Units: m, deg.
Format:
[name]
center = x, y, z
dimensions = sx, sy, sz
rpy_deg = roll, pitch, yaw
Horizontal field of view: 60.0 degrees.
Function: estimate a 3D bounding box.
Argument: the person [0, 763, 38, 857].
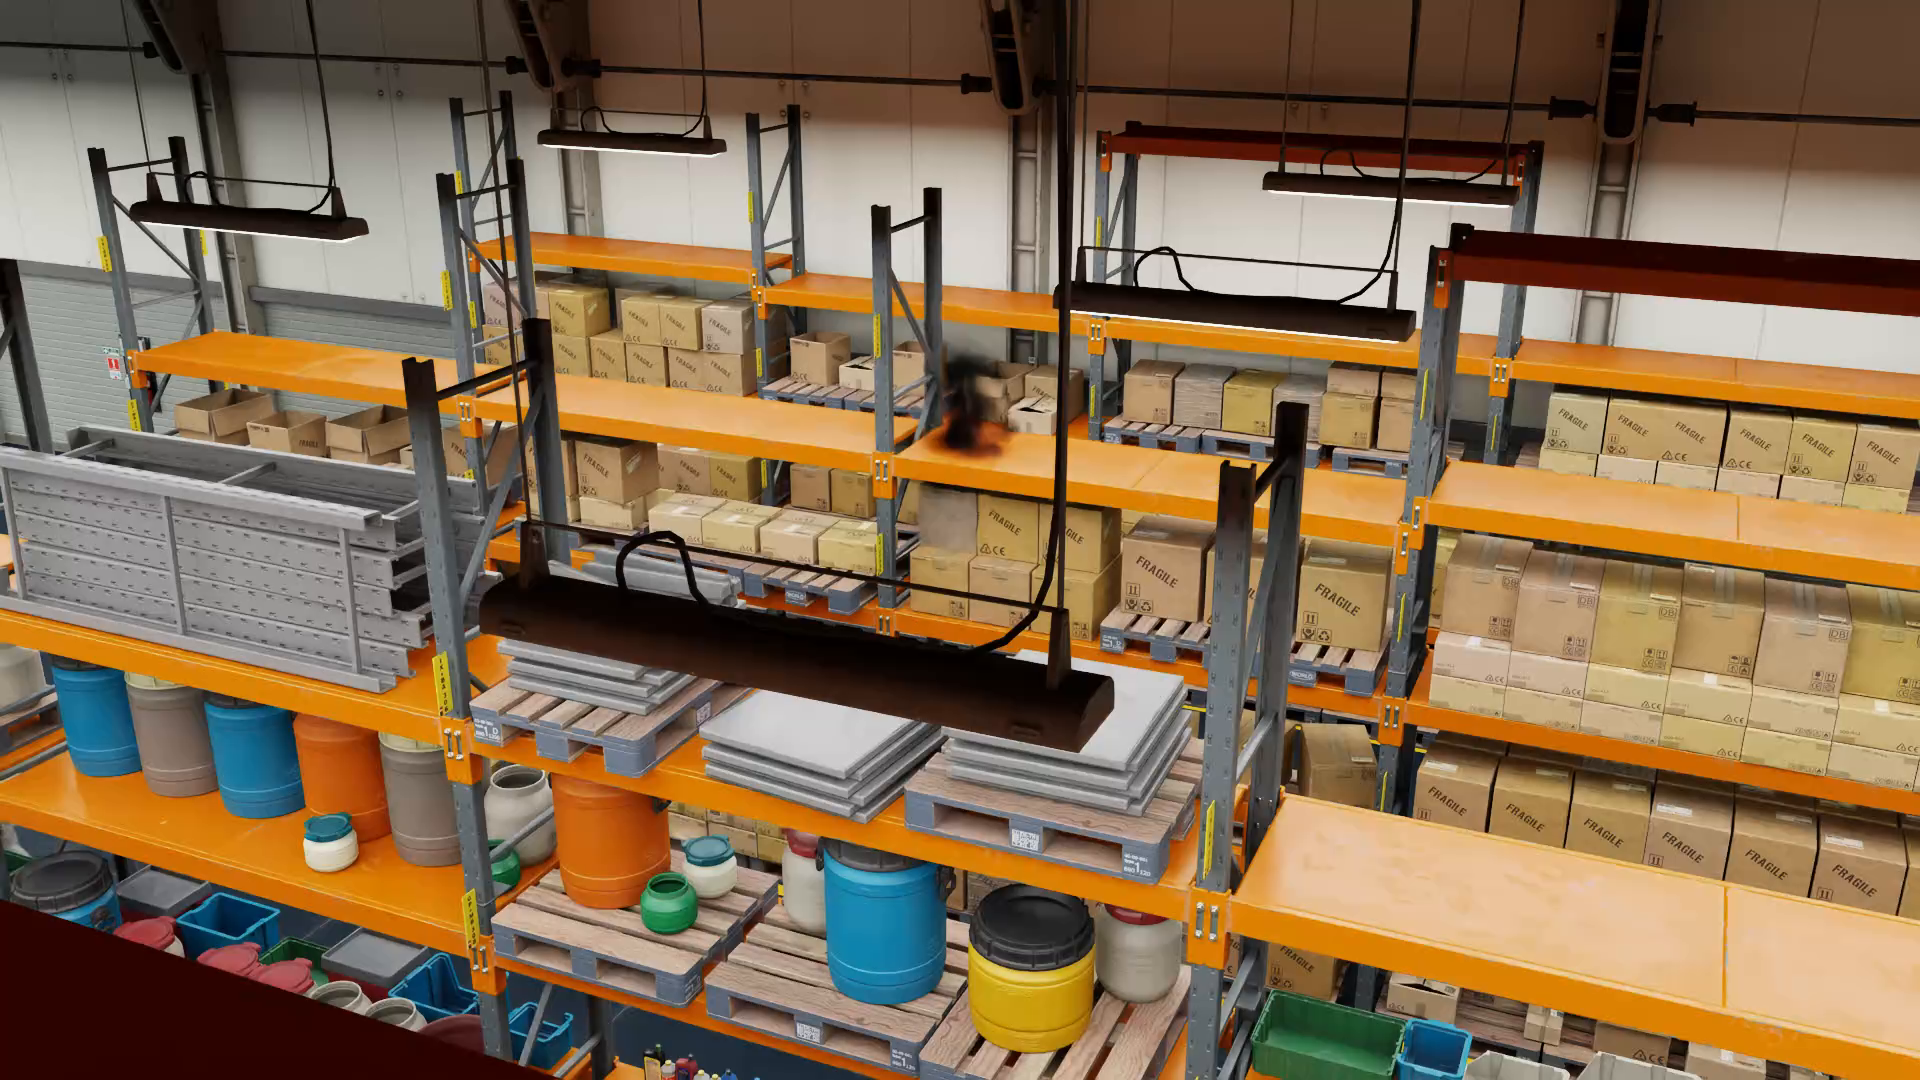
[person]
center = -8.152, 2.314, 14.171
dimensions = 0.818, 1.720, 0.585
rpy_deg = 9, 22, 23
